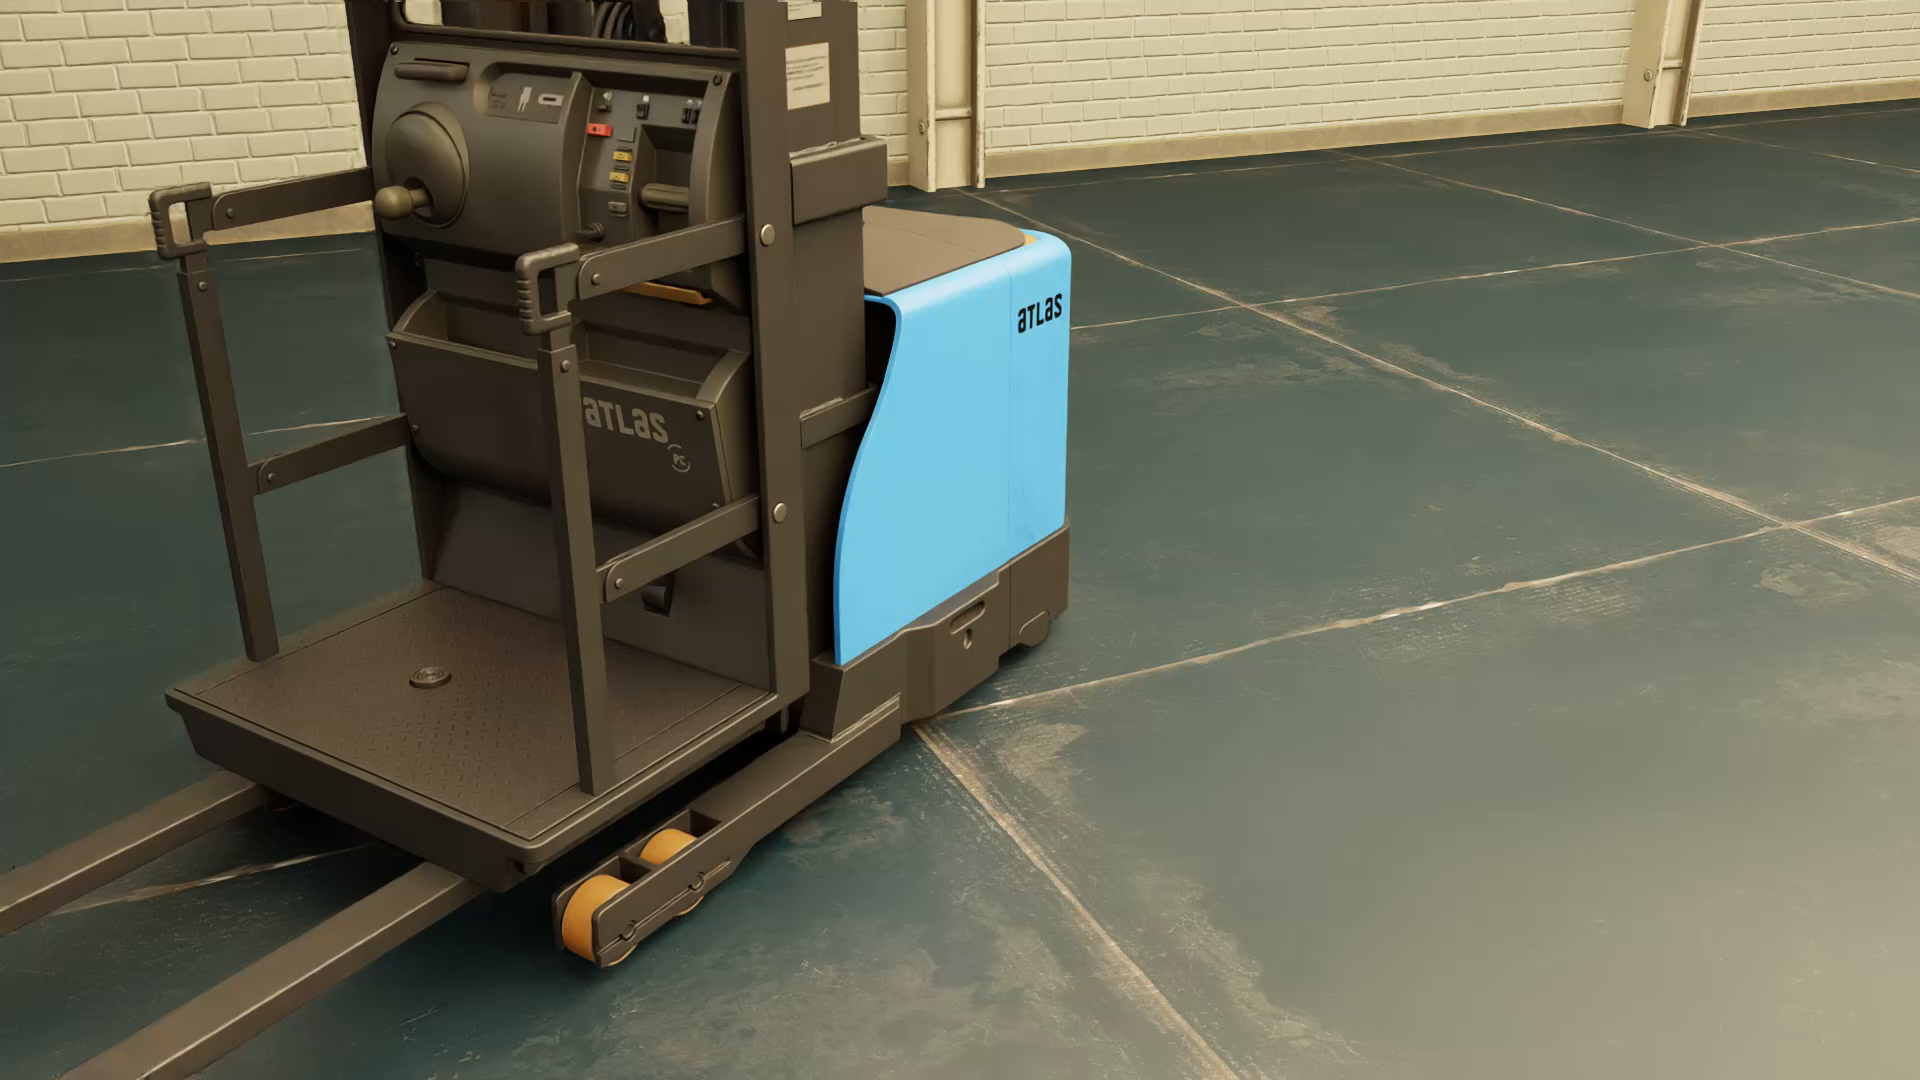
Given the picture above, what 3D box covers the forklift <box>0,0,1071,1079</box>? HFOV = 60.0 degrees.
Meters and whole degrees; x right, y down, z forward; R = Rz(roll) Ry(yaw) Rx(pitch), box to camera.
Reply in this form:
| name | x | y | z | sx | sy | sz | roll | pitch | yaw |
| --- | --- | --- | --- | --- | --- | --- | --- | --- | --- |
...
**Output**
| name | x | y | z | sx | sy | sz | roll | pitch | yaw |
| --- | --- | --- | --- | --- | --- | --- | --- | --- | --- |
| forklift | -0.936 | -0.752 | 3.097 | 1.130 | 2.935 | 3.031 | 14 | 26 | 30 |
